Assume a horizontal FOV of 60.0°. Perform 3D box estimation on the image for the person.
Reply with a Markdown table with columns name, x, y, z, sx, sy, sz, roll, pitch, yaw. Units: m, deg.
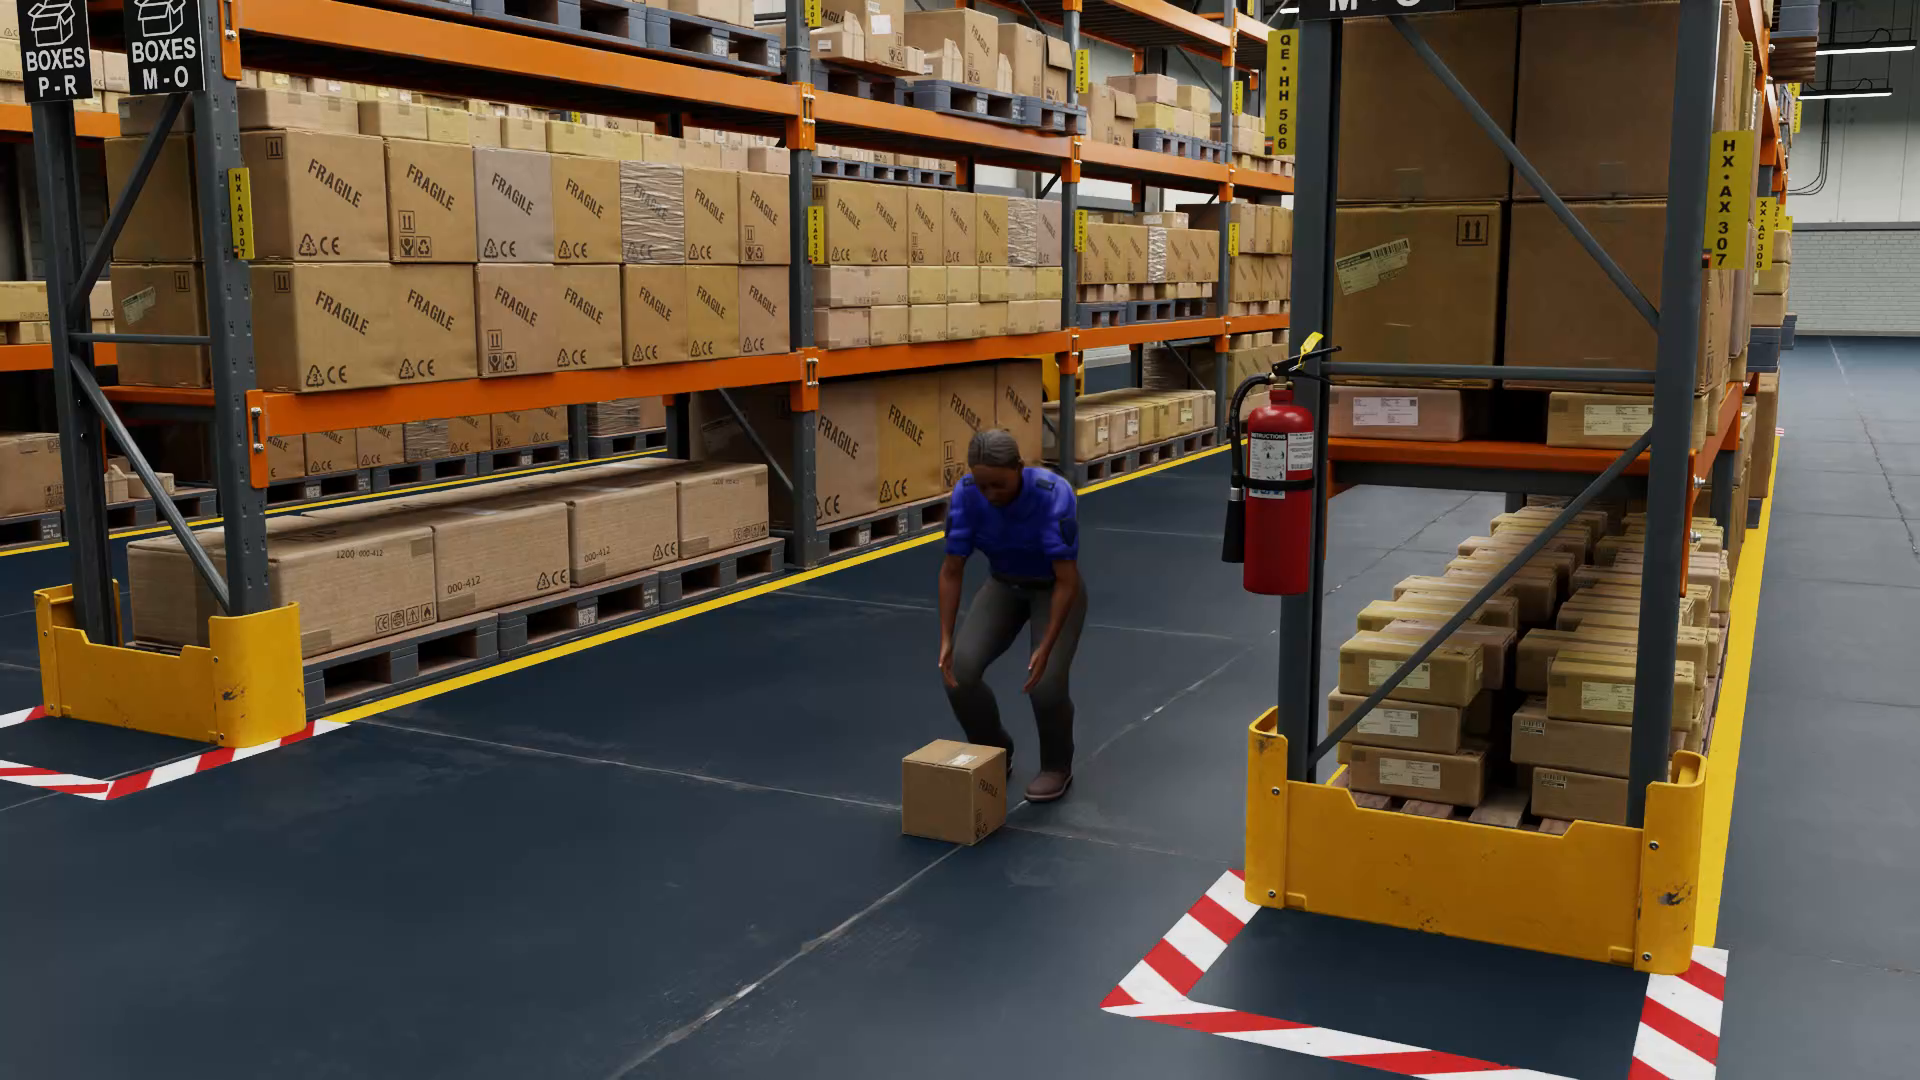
| name | x | y | z | sx | sy | sz | roll | pitch | yaw |
| --- | --- | --- | --- | --- | --- | --- | --- | --- | --- |
| person | 0.210 | 0.243 | 5.605 | 0.497 | 1.277 | 0.684 | 5 | 10 | 26 |
